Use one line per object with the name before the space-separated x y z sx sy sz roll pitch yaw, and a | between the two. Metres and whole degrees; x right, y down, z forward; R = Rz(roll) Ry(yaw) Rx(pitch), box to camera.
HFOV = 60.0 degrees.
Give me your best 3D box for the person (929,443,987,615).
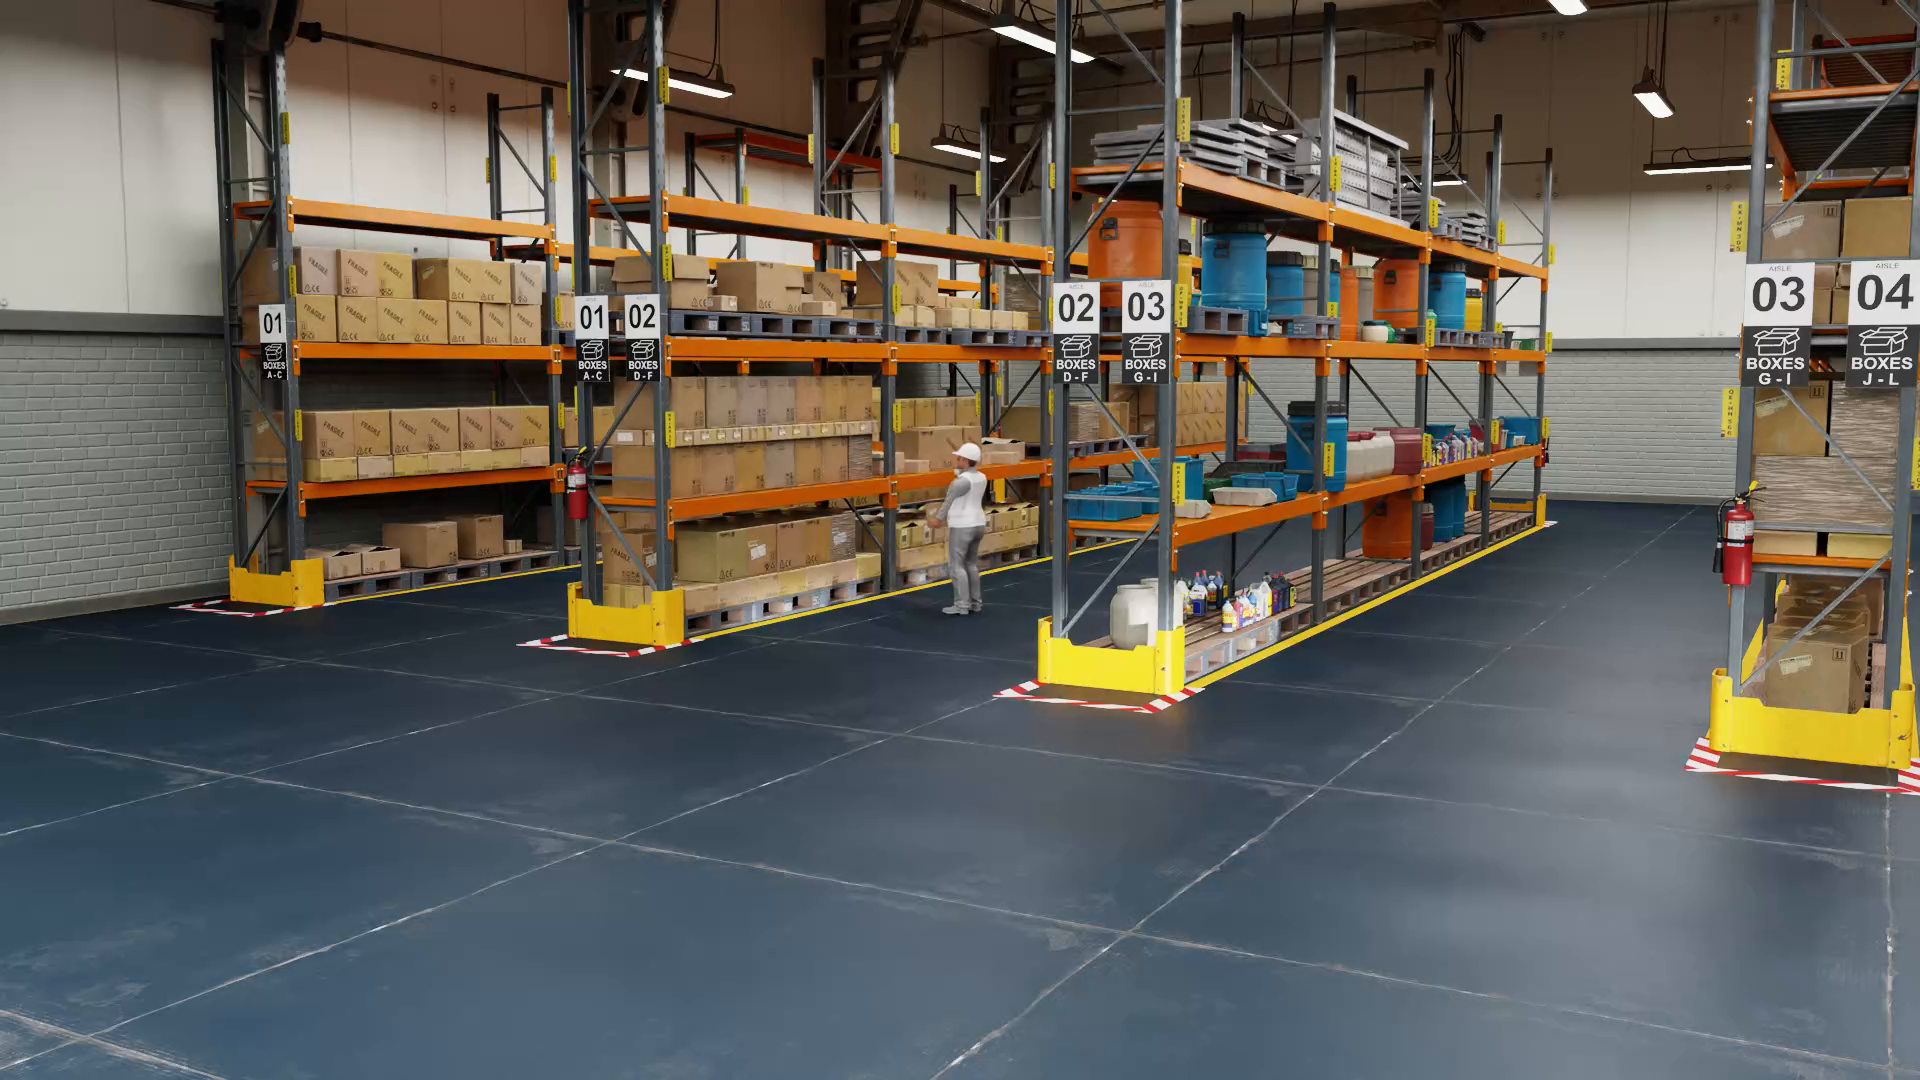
person | -0.033 -0.125 17.253 0.556 1.764 0.494 3 7 30
